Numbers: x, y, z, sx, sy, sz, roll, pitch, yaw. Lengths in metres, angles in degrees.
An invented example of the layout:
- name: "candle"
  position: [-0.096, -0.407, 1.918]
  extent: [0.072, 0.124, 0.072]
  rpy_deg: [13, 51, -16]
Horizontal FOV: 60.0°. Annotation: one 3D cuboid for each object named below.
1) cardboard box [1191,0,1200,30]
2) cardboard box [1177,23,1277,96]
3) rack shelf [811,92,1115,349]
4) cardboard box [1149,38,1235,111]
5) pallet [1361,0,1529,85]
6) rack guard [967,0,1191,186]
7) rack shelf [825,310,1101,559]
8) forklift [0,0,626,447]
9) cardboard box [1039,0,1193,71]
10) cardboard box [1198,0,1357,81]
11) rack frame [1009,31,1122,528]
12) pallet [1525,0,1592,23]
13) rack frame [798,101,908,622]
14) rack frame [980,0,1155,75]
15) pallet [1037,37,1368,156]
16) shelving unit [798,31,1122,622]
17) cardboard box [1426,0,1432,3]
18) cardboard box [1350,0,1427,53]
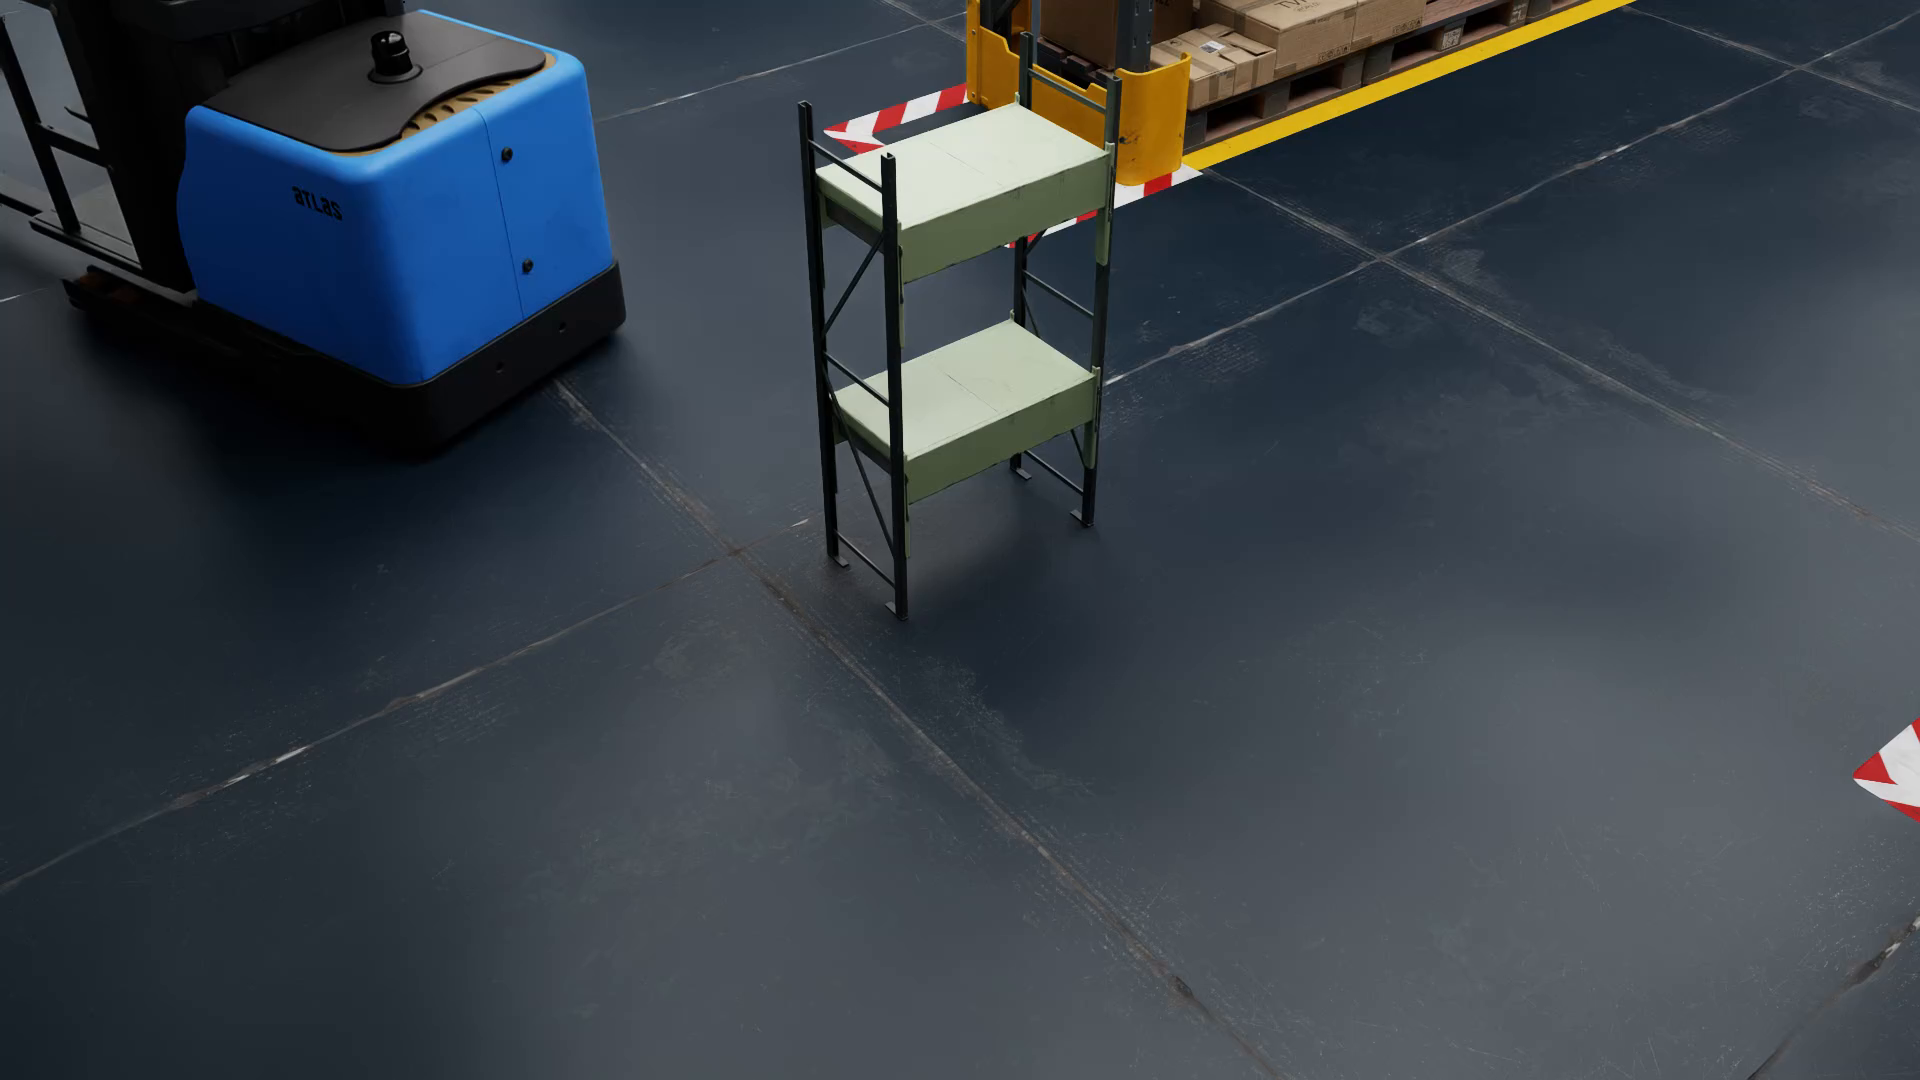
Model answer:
- name: "cardboard box"
  position: [1.093, -2.502, 7.822]
  extent: [0.250, 0.166, 0.380]
  rpy_deg: [-26, 46, -28]
- name: "cardboard box"
  position: [1.176, -2.142, 7.383]
  extent: [0.250, 0.166, 0.380]
  rpy_deg: [-26, 46, -28]
- name: "rack shelf"
  position: [0.005, -0.884, 4.530]
  extent: [0.720, 0.370, 0.431]
  rpy_deg: [-26, 46, -28]
- name: "cardboard box"
  position: [0.977, -2.039, 7.271]
  extent: [0.250, 0.149, 0.380]
  rpy_deg: [-26, 46, -28]
- name: "pallet"
  position: [2.094, -2.710, 8.388]
  extent: [1.213, 0.211, 1.003]
  rpy_deg: [-26, 46, -28]
- name: "rack guard"
  position: [0.496, -2.045, 7.348]
  extent: [0.348, 0.500, 1.175]
  rpy_deg: [-26, 46, -28]
- name: "rack shelf"
  position: [0.005, -0.330, 4.984]
  extent: [0.720, 0.370, 0.431]
  rpy_deg: [-26, 46, -28]
- name: "forklift"
  position: [-2.746, -2.161, 5.574]
  extent: [3.031, 2.935, 1.130]
  rpy_deg: [22, 44, 25]
- name: "cardboard box"
  position: [0.717, -2.519, 7.580]
  extent: [0.500, 0.500, 0.500]
  rpy_deg: [-26, 46, -28]
- name: "cardboard box"
  position: [1.436, -2.349, 7.570]
  extent: [0.500, 0.250, 0.500]
  rpy_deg: [-26, 46, -28]
- name: "rack frame"
  position: [0.295, -0.724, 4.950]
  extent: [0.023, 1.500, 0.400]
  rpy_deg: [-26, 46, -28]
- name: "pallet"
  position: [3.062, -3.185, 8.966]
  extent: [1.213, 0.211, 1.003]
  rpy_deg: [-26, 46, -28]
- name: "rack frame"
  position: [-0.285, -0.441, 4.605]
  extent: [0.023, 1.500, 0.400]
  rpy_deg: [-26, 46, -28]
- name: "rack frame"
  position: [0.436, -2.982, 6.520]
  extent: [0.127, 3.000, 1.000]
  rpy_deg: [-26, 46, -28]
- name: "pallet"
  position: [1.128, -2.241, 7.816]
  extent: [1.213, 0.211, 1.003]
  rpy_deg: [-26, 46, -28]
- name: "shelving unit"
  position: [0.005, -0.582, 4.777]
  extent: [0.755, 1.500, 0.431]
  rpy_deg: [-26, 46, -28]
- name: "cardboard box"
  position: [2.121, -3.004, 8.168]
  extent: [0.637, 0.503, 0.797]
  rpy_deg: [-26, 46, -28]
- name: "cardboard box"
  position: [1.833, -2.543, 7.806]
  extent: [0.500, 0.250, 0.500]
  rpy_deg: [-26, 46, -28]
